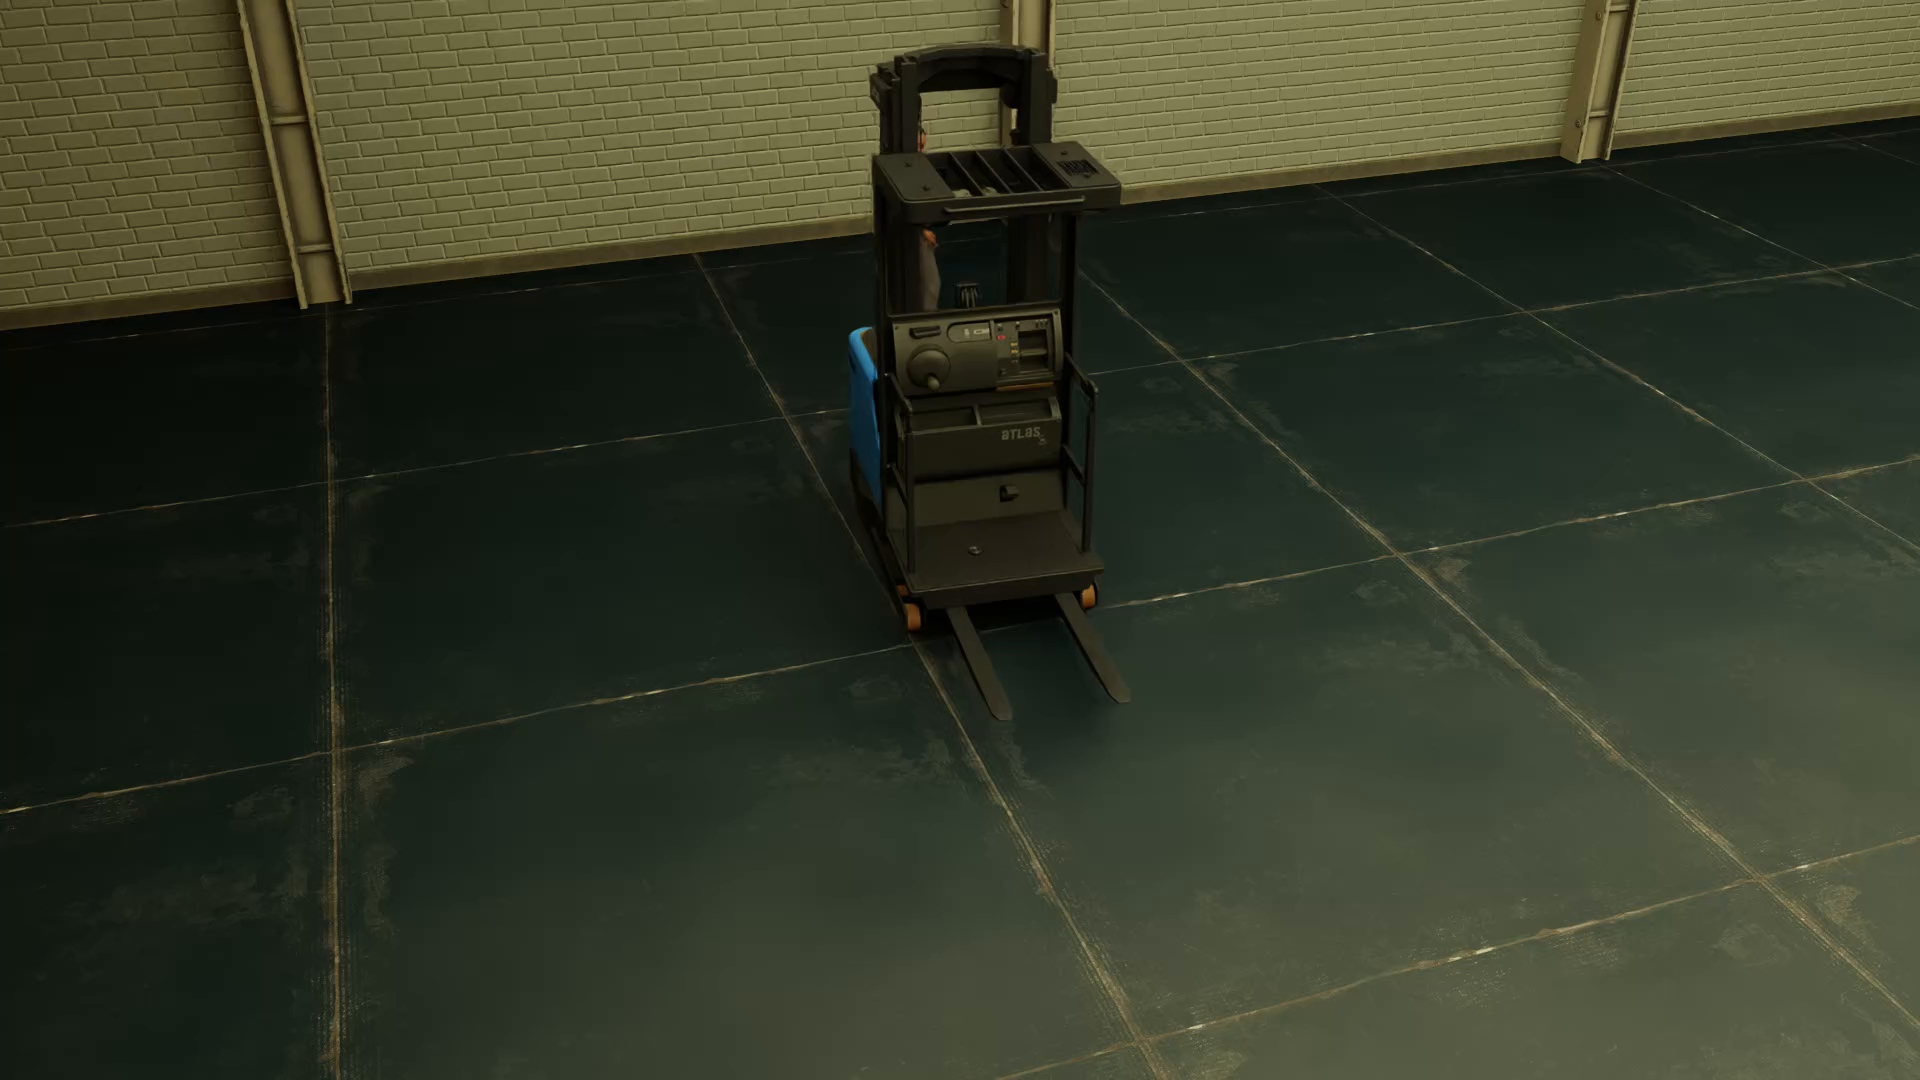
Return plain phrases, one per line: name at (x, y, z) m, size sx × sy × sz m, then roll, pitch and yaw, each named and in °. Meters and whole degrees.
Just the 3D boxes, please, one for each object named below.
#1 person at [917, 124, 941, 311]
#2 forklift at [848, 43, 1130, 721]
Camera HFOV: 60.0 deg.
person at (-0.325, -2.273, 12.350) m, size 0.466 × 1.634 × 0.648 m, roll -9°, pitch 31°, yaw -15°
forklift at (0.152, -0.975, 8.782) m, size 1.130 × 2.935 × 3.031 m, roll -7°, pitch 31°, yaw -12°
